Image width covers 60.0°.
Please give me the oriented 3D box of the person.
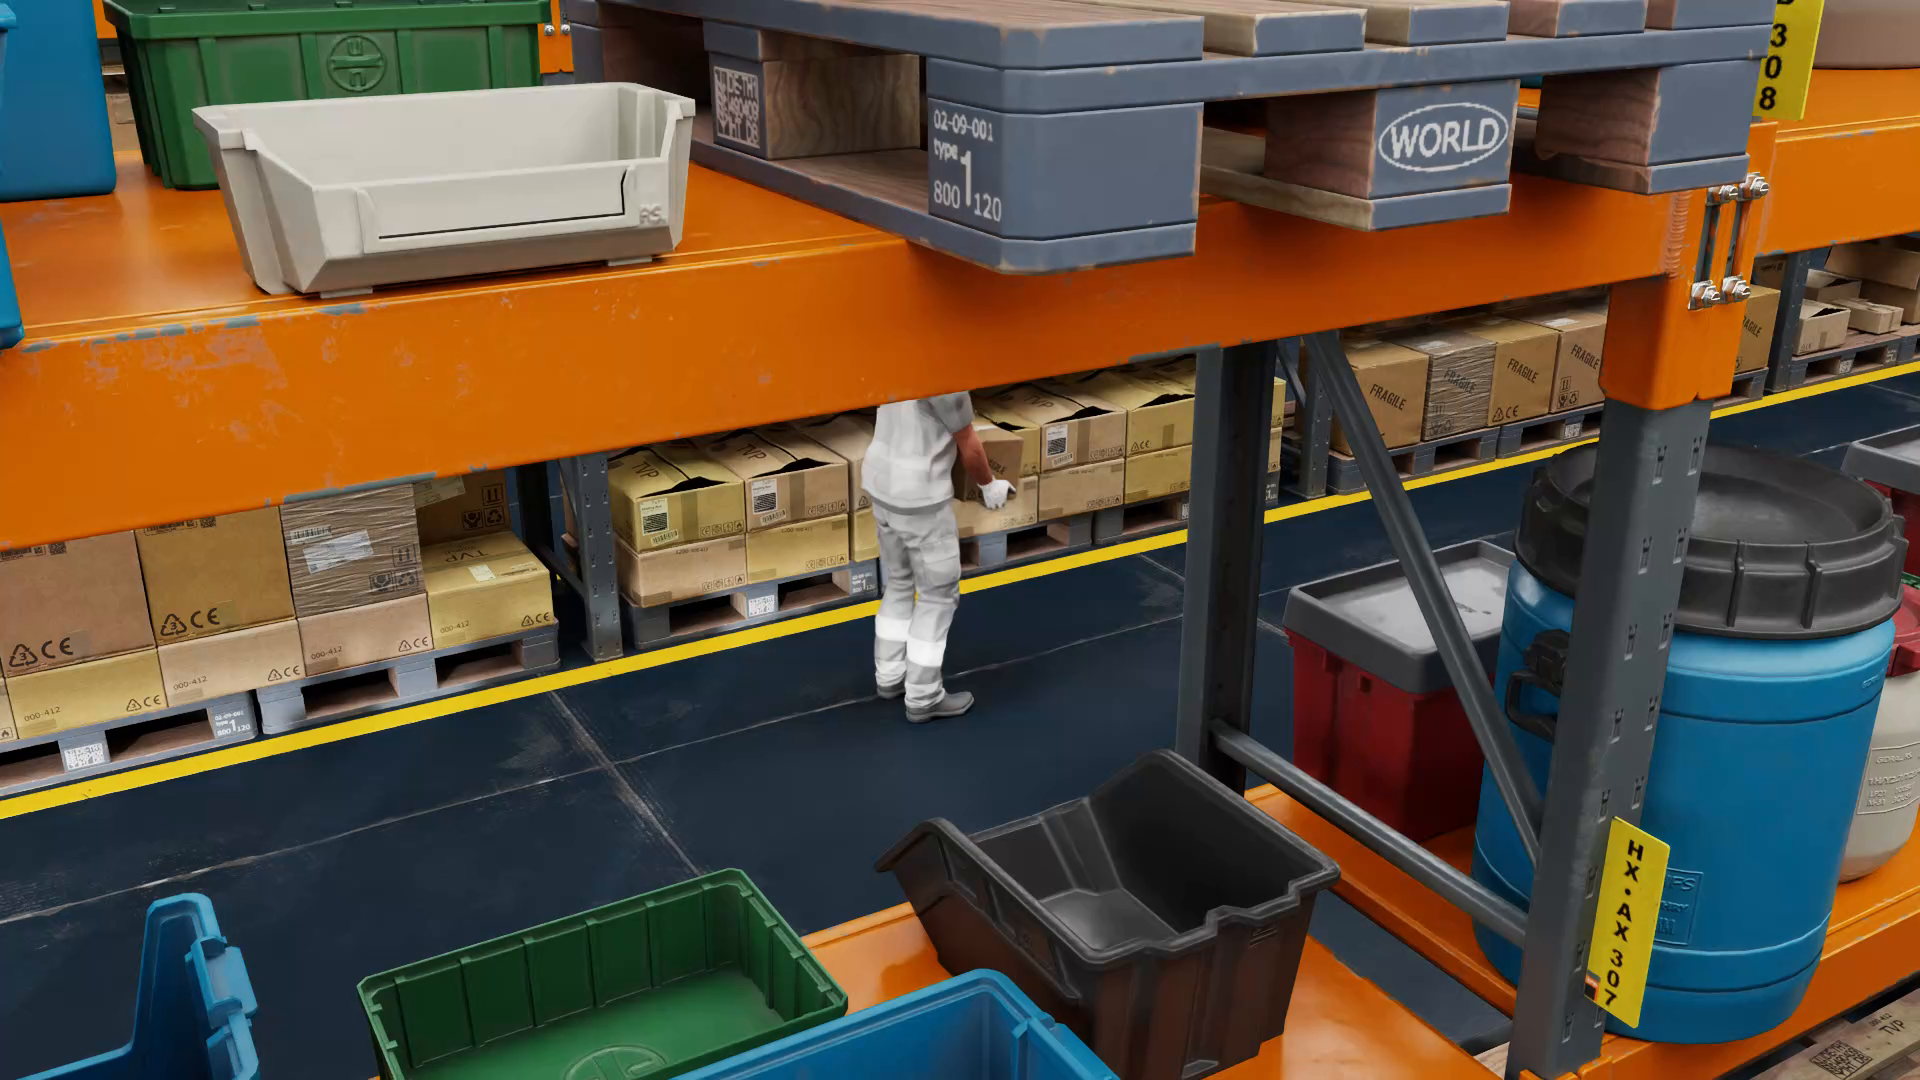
[{"bbox_3d":[-0.100,-0.190,6.534,0.550,1.786,0.495,-13,25,-29],"label":"person"}]
